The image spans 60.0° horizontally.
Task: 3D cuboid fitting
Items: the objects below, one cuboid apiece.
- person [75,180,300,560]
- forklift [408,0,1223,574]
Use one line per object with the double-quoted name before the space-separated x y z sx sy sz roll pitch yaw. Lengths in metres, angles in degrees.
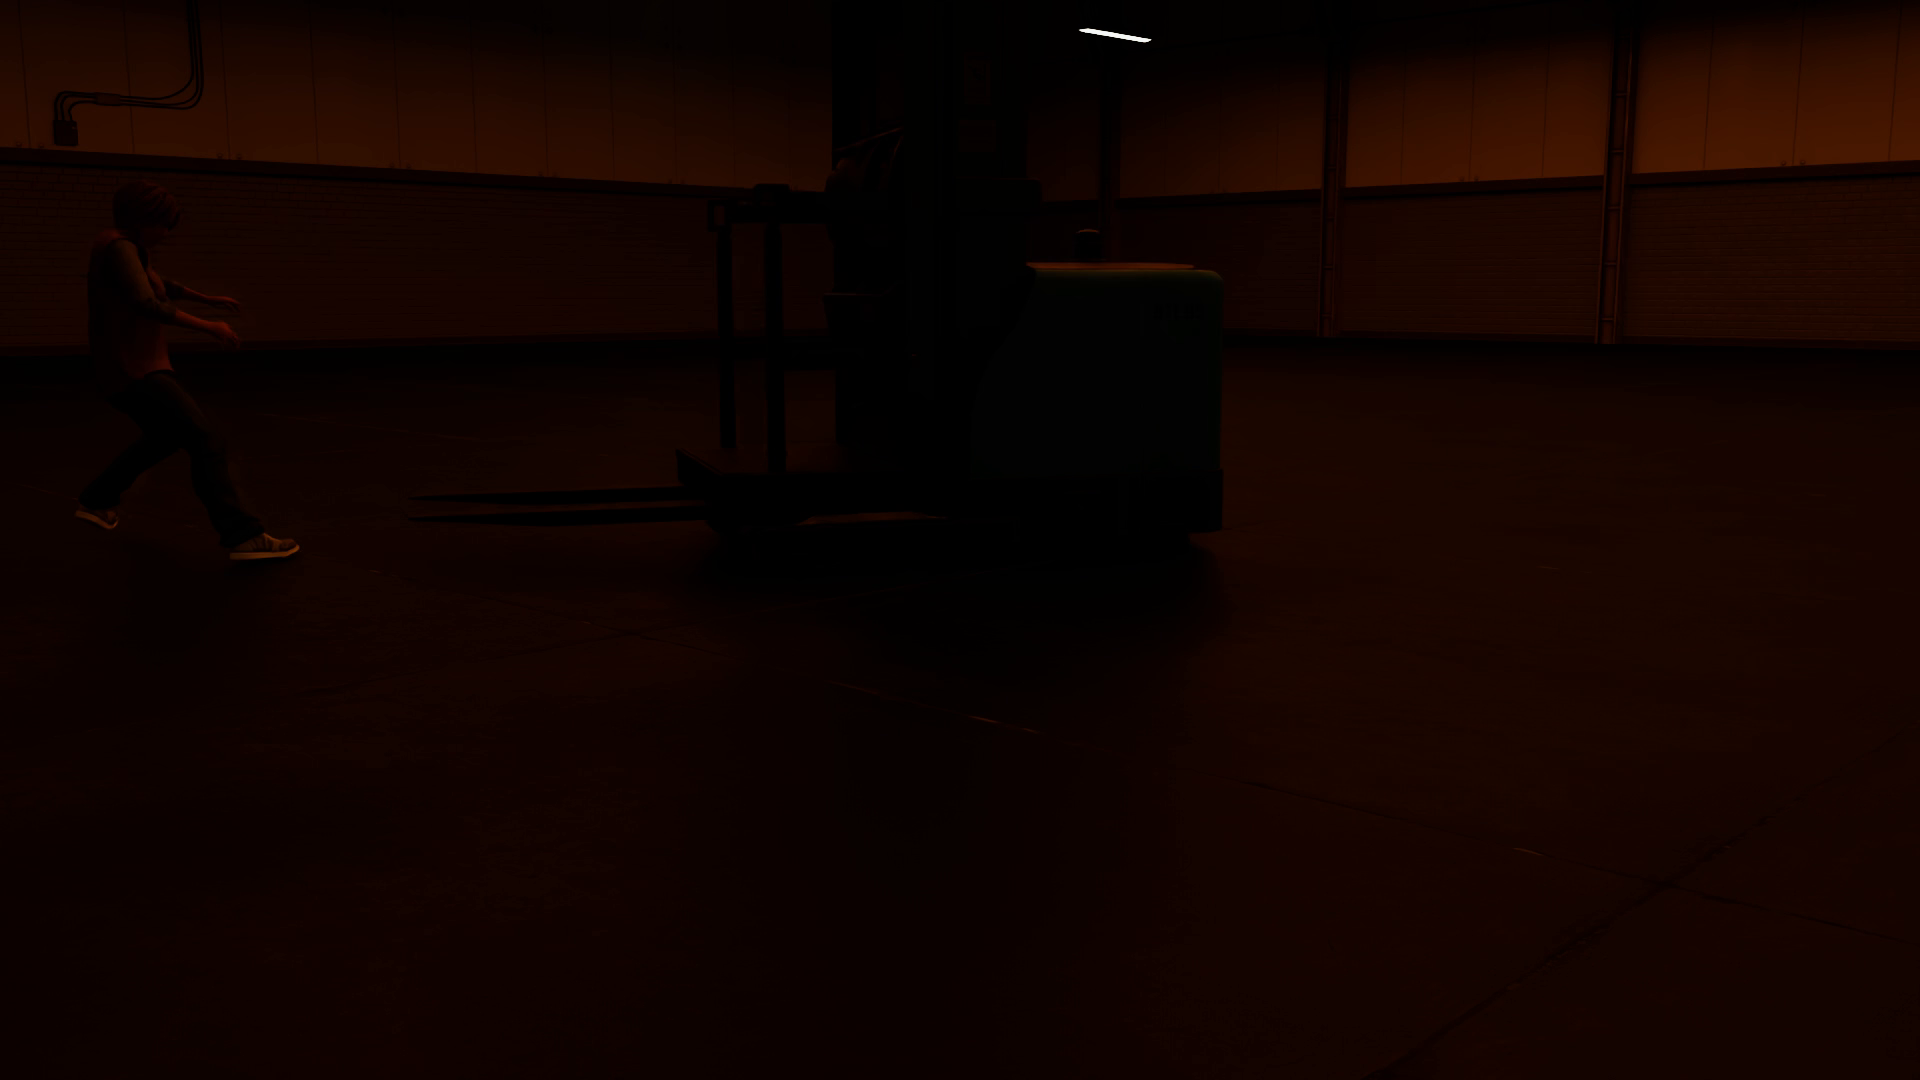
"person" -3.055 -0.662 6.448 0.753 1.391 1.158 -4 10 -27
"forklift" -0.551 -1.418 6.289 3.031 2.935 1.130 -3 9 -18
